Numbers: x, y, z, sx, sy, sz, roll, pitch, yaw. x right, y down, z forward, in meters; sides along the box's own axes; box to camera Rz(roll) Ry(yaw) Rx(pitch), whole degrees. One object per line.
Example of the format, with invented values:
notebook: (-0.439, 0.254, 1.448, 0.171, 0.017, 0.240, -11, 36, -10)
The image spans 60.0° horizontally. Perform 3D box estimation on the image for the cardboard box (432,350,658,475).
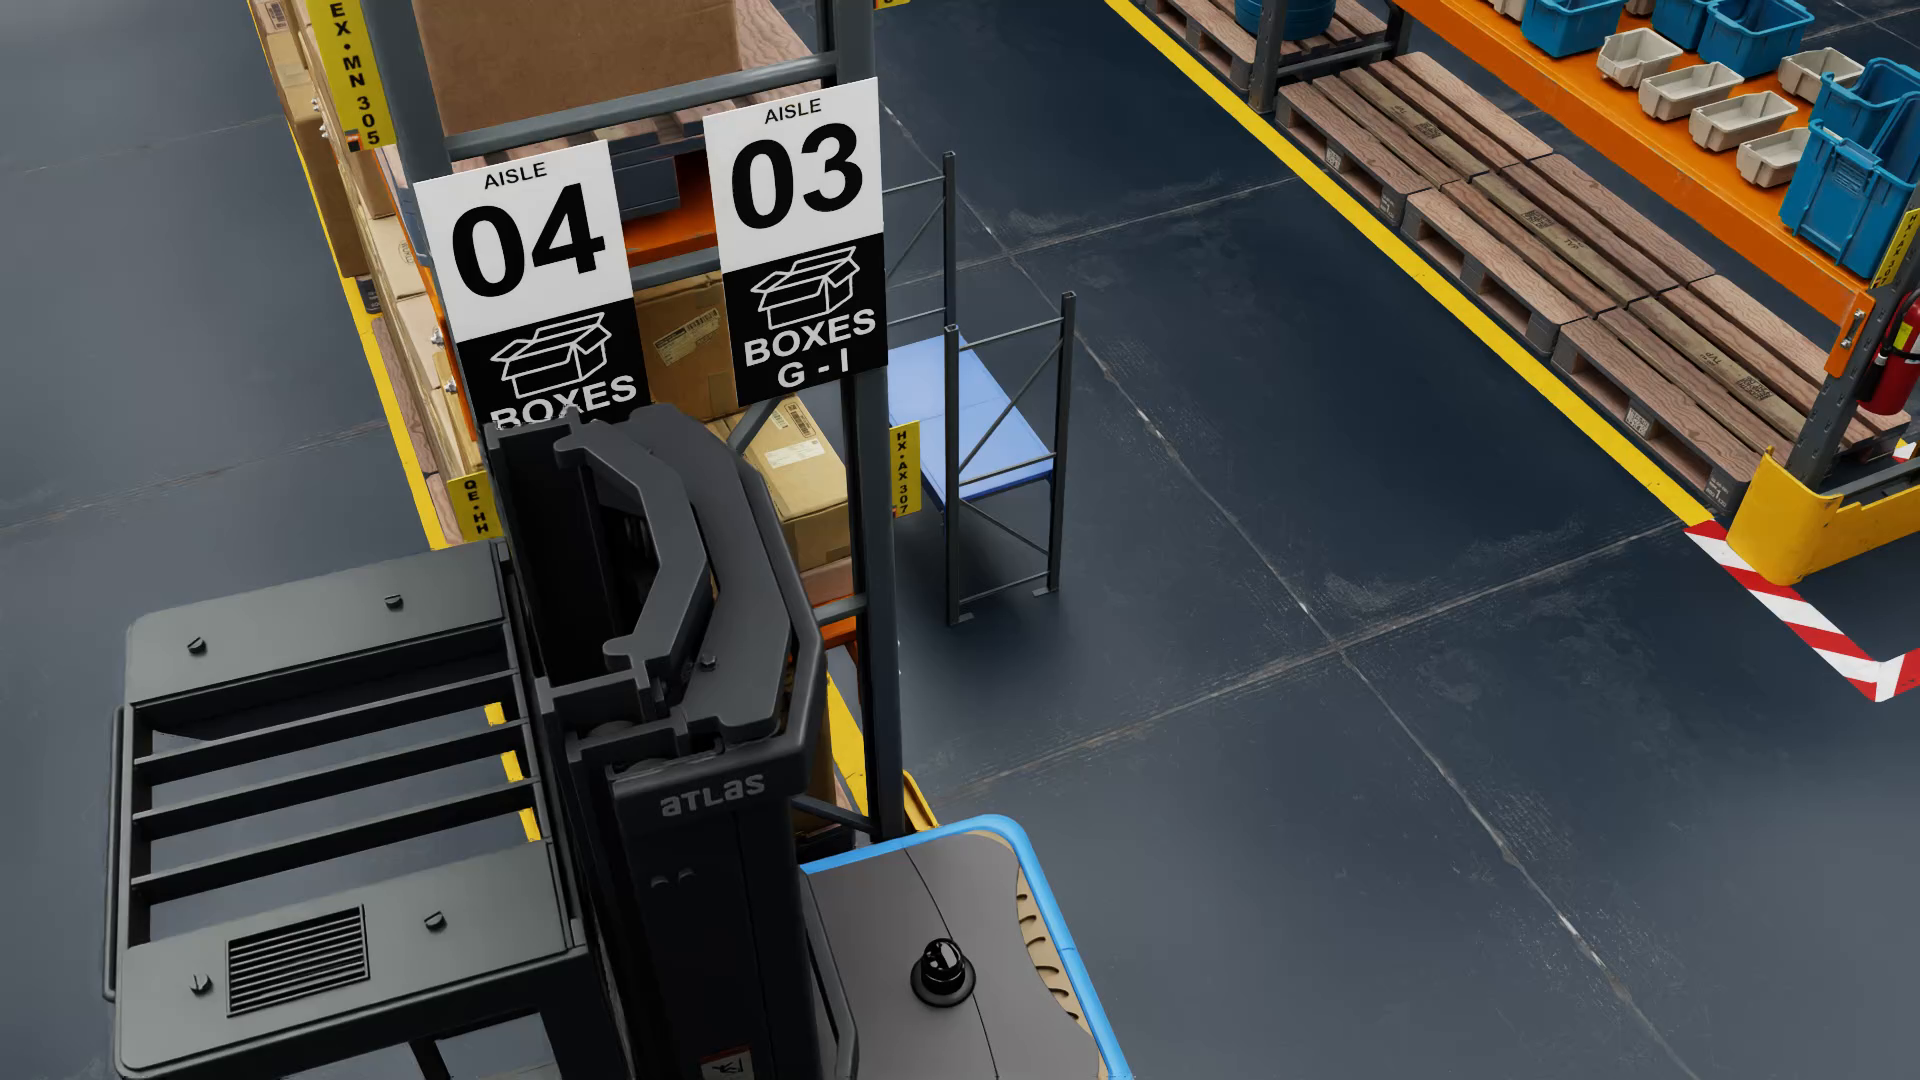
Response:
cardboard box: (-1.103, -0.242, 4.590, 0.500, 0.500, 0.500, -17, 47, -17)

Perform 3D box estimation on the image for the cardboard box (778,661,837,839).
cardboard box: (-1.001, 0.532, 5.657, 0.875, 0.875, 0.875, -18, 47, -17)

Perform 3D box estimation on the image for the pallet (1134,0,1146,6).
pallet: (1.349, -3.992, 11.014, 1.003, 0.211, 1.213, -18, 47, -17)

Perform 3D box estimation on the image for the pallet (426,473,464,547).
pallet: (-1.576, 0.040, 6.928, 1.003, 0.211, 1.213, -18, 47, -17)

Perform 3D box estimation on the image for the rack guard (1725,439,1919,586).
rack guard: (3.856, -0.252, 7.018, 1.175, 0.500, 0.348, -18, 47, -17)

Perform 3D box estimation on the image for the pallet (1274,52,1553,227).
pallet: (2.497, -2.252, 9.251, 1.003, 0.211, 1.213, -18, 47, -17)

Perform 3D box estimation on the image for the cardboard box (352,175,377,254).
cardboard box: (-1.954, -1.268, 6.163, 0.500, 0.250, 0.500, -17, 47, -16)

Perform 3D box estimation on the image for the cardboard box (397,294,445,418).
cardboard box: (-1.531, -0.621, 5.507, 0.500, 0.250, 0.500, -20, 48, -19)

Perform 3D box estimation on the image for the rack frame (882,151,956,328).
rack frame: (-0.250, -0.912, 6.975, 0.500, 1.500, 0.032, -18, 47, -17)

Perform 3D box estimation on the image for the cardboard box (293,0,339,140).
cardboard box: (-2.172, -1.862, 6.231, 0.500, 0.500, 0.500, -18, 47, -17)

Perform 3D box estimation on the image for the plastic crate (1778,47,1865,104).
plastic crate: (3.684, -1.996, 7.151, 0.250, 0.136, 0.298, -18, 47, -17)

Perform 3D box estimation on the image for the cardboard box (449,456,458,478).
cardboard box: (-1.428, -0.216, 5.381, 0.380, 0.149, 0.250, -17, 47, -17)

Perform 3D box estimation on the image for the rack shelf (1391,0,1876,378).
rack shelf: (2.993, -2.171, 7.696, 1.077, 0.370, 4.000, -18, 47, -17)

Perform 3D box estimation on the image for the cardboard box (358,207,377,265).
cardboard box: (-2.077, -1.198, 6.376, 0.380, 0.149, 0.250, -19, 48, -18)

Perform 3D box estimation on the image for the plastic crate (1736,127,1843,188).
plastic crate: (3.327, -1.547, 6.696, 0.396, 0.136, 0.243, -18, 47, -17)

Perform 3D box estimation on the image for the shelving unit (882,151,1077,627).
shelving unit: (-0.036, -0.588, 6.647, 0.538, 1.500, 1.048, -18, 47, -17)

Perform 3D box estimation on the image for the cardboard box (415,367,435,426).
cardboard box: (-1.648, -0.546, 5.715, 0.380, 0.149, 0.250, -18, 47, -17)

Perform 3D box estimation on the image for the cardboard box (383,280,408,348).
cardboard box: (-1.862, -0.870, 6.044, 0.380, 0.149, 0.250, -19, 48, -19)

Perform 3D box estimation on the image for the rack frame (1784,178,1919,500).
rack frame: (3.834, -1.153, 6.152, 1.000, 3.000, 0.127, -18, 47, -17)

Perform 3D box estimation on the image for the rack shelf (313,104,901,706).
rack shelf: (-1.501, -0.709, 6.214, 1.077, 0.370, 4.000, -18, 47, -17)

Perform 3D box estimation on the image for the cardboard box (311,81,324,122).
cardboard box: (-2.519, -1.863, 7.050, 0.380, 0.149, 0.250, -18, 47, -17)

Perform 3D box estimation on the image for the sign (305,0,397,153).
sign: (-1.158, -0.894, 3.179, 0.100, 0.325, 0.005, -18, 47, -17)

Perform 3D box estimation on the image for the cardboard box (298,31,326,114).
cardboard box: (-2.382, -1.915, 6.819, 0.500, 0.250, 0.500, -19, 48, -18)

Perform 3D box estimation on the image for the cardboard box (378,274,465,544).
cardboard box: (-1.758, -0.615, 6.820, 0.875, 0.875, 0.875, -18, 47, -17)

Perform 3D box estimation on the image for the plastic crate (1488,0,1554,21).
plastic crate: (2.627, -2.654, 7.714, 0.437, 0.282, 0.530, -18, 47, -17)

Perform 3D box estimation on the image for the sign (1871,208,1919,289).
sign: (3.342, -1.038, 5.919, 0.100, 0.325, 0.005, -18, 47, -17)

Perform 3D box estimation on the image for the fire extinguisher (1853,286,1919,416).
fire extinguisher: (3.485, -0.762, 6.076, 0.296, 0.674, 0.183, -18, 47, -17)

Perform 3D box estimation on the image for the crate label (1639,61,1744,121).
crate label: (3.079, -1.906, 7.060, 0.396, 0.136, 0.243, -18, 47, -17)

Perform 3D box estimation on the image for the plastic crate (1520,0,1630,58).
plastic crate: (2.738, -2.348, 7.439, 0.416, 0.233, 0.300, -18, 47, -17)

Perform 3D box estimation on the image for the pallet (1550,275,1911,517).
pallet: (3.523, -0.697, 7.675, 1.003, 0.211, 1.213, -18, 47, -17)

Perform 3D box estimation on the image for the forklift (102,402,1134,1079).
forklift: (-1.103, 1.147, 3.869, 3.031, 2.935, 1.130, -13, 46, -13)

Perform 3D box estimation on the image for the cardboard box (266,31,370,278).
cardboard box: (-2.629, -2.034, 8.259, 1.225, 0.875, 0.875, -18, 47, -17)

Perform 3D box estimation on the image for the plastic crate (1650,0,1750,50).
plastic crate: (3.349, -2.400, 7.492, 0.416, 0.233, 0.300, -18, 47, -17)

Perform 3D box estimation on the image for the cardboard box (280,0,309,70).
cardboard box: (-2.786, -2.492, 7.438, 0.500, 0.500, 0.500, -18, 47, -17)

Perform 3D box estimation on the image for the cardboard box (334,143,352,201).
cardboard box: (-2.297, -1.528, 6.711, 0.380, 0.149, 0.250, -17, 47, -16)

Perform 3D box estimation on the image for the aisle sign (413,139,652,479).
aisle sign: (-0.902, -0.481, 3.620, 0.394, 0.787, 0.004, -18, 47, -17)

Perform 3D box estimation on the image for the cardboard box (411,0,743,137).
cardboard box: (-0.927, -1.294, 3.718, 0.700, 0.500, 0.500, -21, 48, -20)

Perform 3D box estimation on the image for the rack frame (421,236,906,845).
rack frame: (-0.660, 0.310, 4.669, 1.000, 3.000, 0.127, -18, 47, -17)

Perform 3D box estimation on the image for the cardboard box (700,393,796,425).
cardboard box: (-0.841, -0.458, 5.342, 0.500, 0.250, 0.500, -19, 48, -18)

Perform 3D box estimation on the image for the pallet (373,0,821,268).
pallet: (-0.981, -1.196, 4.123, 1.003, 0.211, 1.213, -18, 47, -17)

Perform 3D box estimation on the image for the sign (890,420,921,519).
sign: (-0.154, -0.187, 4.500, 0.100, 0.325, 0.005, -18, 47, -17)
